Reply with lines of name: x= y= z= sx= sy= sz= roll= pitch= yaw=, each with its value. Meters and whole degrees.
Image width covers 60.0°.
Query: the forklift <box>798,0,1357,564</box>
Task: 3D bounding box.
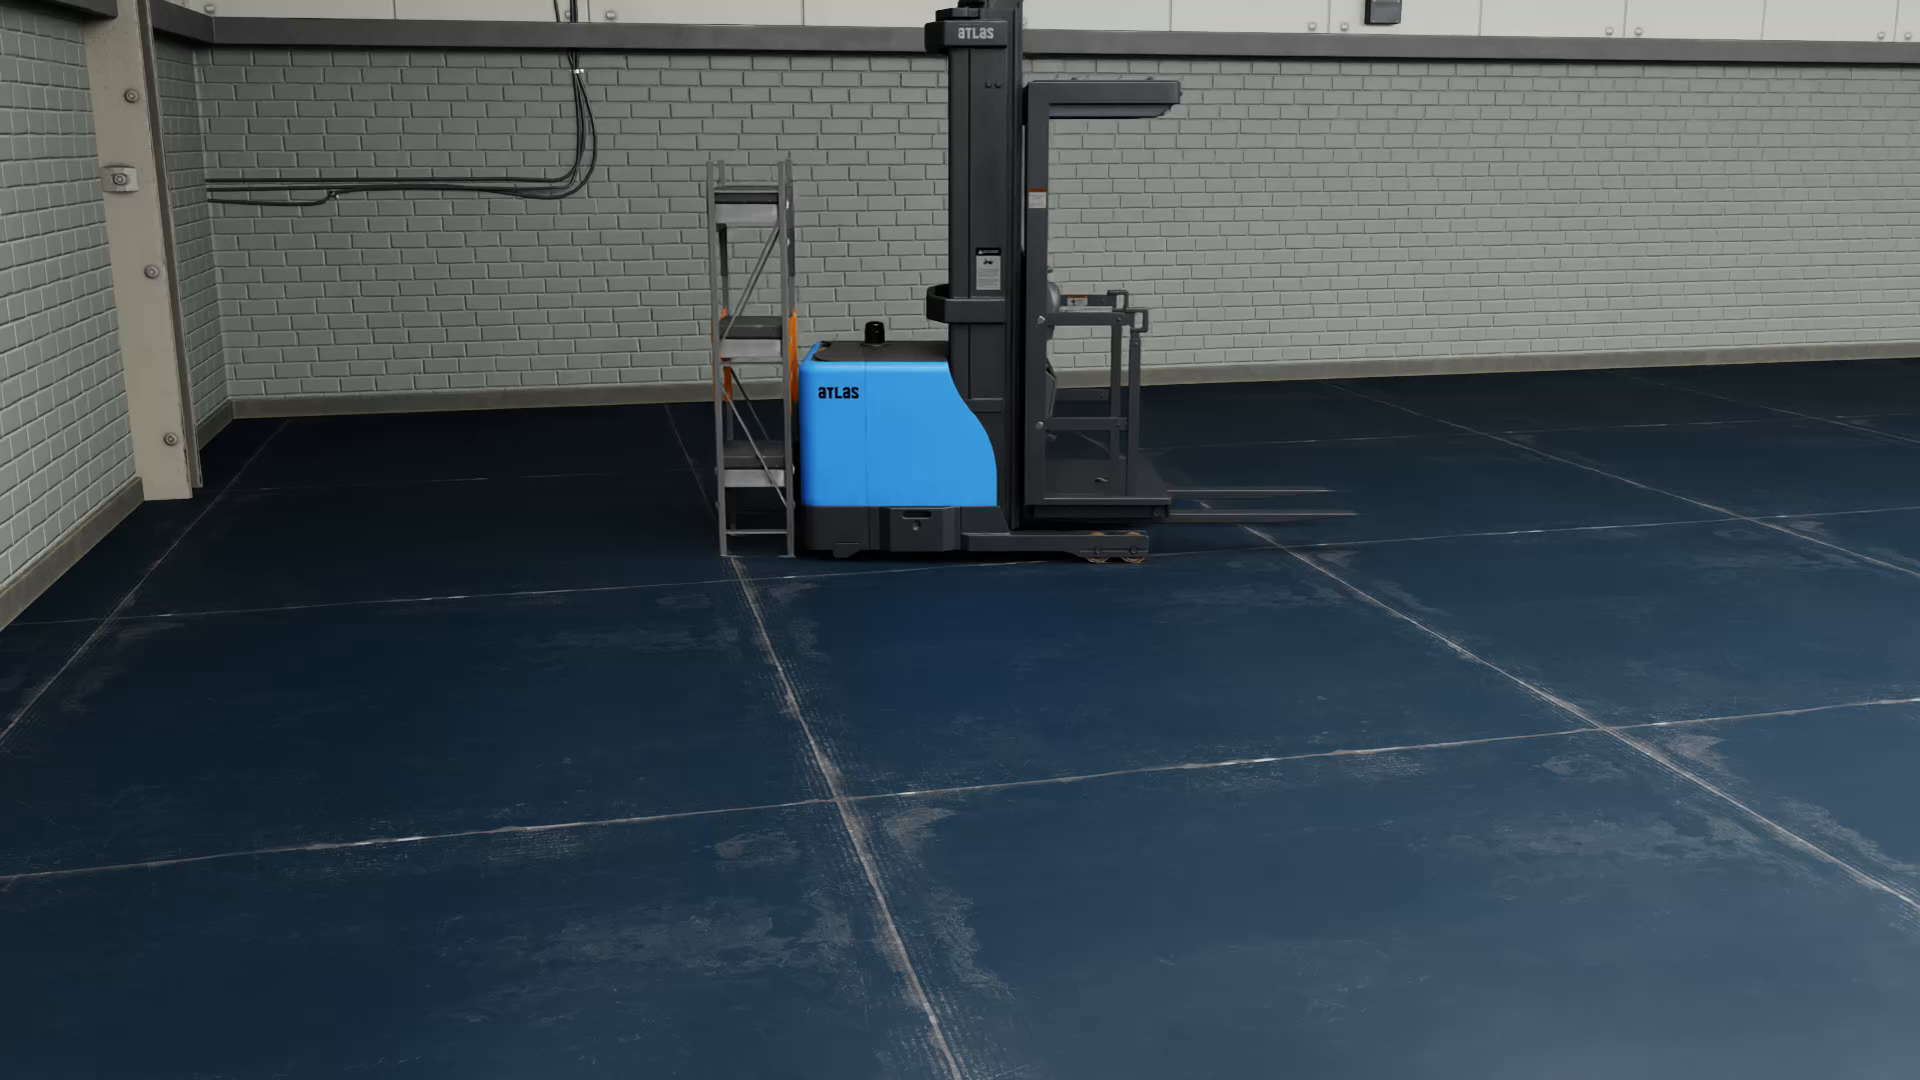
forklift: x=0.647 y=-1.424 z=9.082 sx=3.031 sy=2.935 sz=1.130 roll=0 pitch=14 yaw=0

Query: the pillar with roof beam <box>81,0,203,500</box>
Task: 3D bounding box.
pillar with roof beam: x=-0.872 y=-4.912 z=10.573 sx=9.100 sy=9.000 sz=0.400 roll=-3 pitch=14 yaw=-13

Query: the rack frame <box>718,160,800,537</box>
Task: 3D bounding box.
rack frame: x=-1.111 y=-1.040 z=9.262 sx=0.400 sy=2.100 sz=0.015 roll=0 pitch=14 yaw=-1

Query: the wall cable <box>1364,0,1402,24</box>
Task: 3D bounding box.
wall cable: x=4.769 y=-7.603 z=14.422 sx=2.305 sy=6.003 sz=0.169 roll=-3 pitch=14 yaw=-13

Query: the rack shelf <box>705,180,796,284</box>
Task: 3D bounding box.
rack shelf: x=-1.107 y=-1.649 z=8.862 sx=0.431 sy=0.518 sz=0.480 roll=0 pitch=14 yaw=-1

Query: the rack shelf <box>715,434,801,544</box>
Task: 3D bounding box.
rack shelf: x=-1.107 y=-0.289 z=9.194 sx=0.431 sy=0.518 sz=0.480 roll=0 pitch=14 yaw=-1

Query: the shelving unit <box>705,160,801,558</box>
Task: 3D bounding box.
shelving unit: x=-1.107 y=-0.983 z=9.025 sx=0.431 sy=2.100 sz=0.503 roll=0 pitch=14 yaw=-1

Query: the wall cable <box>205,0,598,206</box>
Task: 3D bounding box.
wall cable: x=-4.463 y=-3.917 z=13.043 sx=3.097 sy=2.526 sz=0.112 roll=-3 pitch=14 yaw=-13

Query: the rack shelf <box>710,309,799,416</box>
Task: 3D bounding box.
rack shelf: x=-1.107 y=-0.969 z=9.028 sx=0.431 sy=0.518 sz=0.480 roll=0 pitch=14 yaw=-1

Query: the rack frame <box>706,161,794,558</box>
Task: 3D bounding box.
rack frame: x=-1.102 y=-0.925 z=8.788 sx=0.400 sy=2.100 sz=0.015 roll=0 pitch=14 yaw=-1
